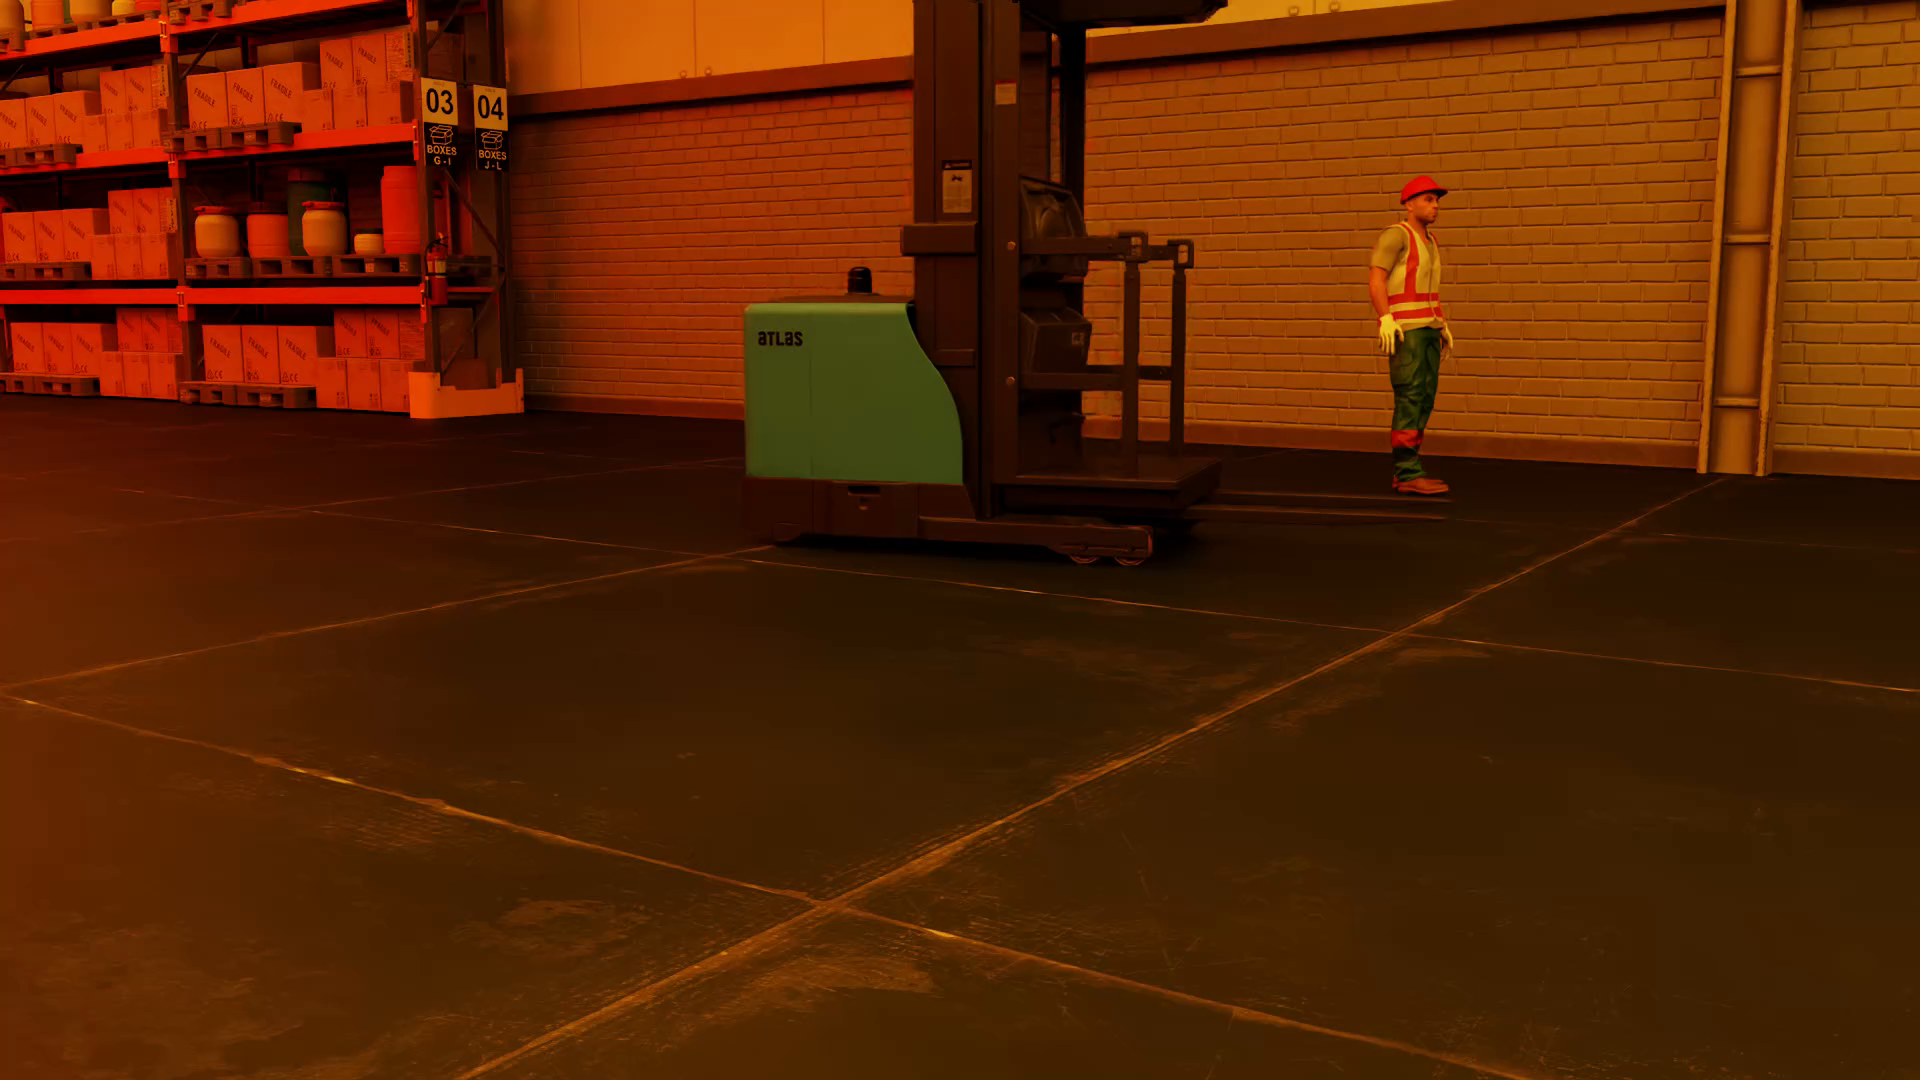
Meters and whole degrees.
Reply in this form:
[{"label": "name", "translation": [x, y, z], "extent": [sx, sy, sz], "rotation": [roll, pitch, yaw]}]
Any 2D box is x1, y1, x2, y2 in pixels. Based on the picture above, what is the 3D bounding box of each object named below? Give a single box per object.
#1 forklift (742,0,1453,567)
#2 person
[{"label": "forklift", "translation": [0.600, -1.426, 7.219], "extent": [3.031, 2.935, 1.130], "rotation": [3, 9, 18]}, {"label": "person", "translation": [2.654, -1.171, 9.481], "extent": [0.546, 1.793, 0.695], "rotation": [7, 11, 41]}]
